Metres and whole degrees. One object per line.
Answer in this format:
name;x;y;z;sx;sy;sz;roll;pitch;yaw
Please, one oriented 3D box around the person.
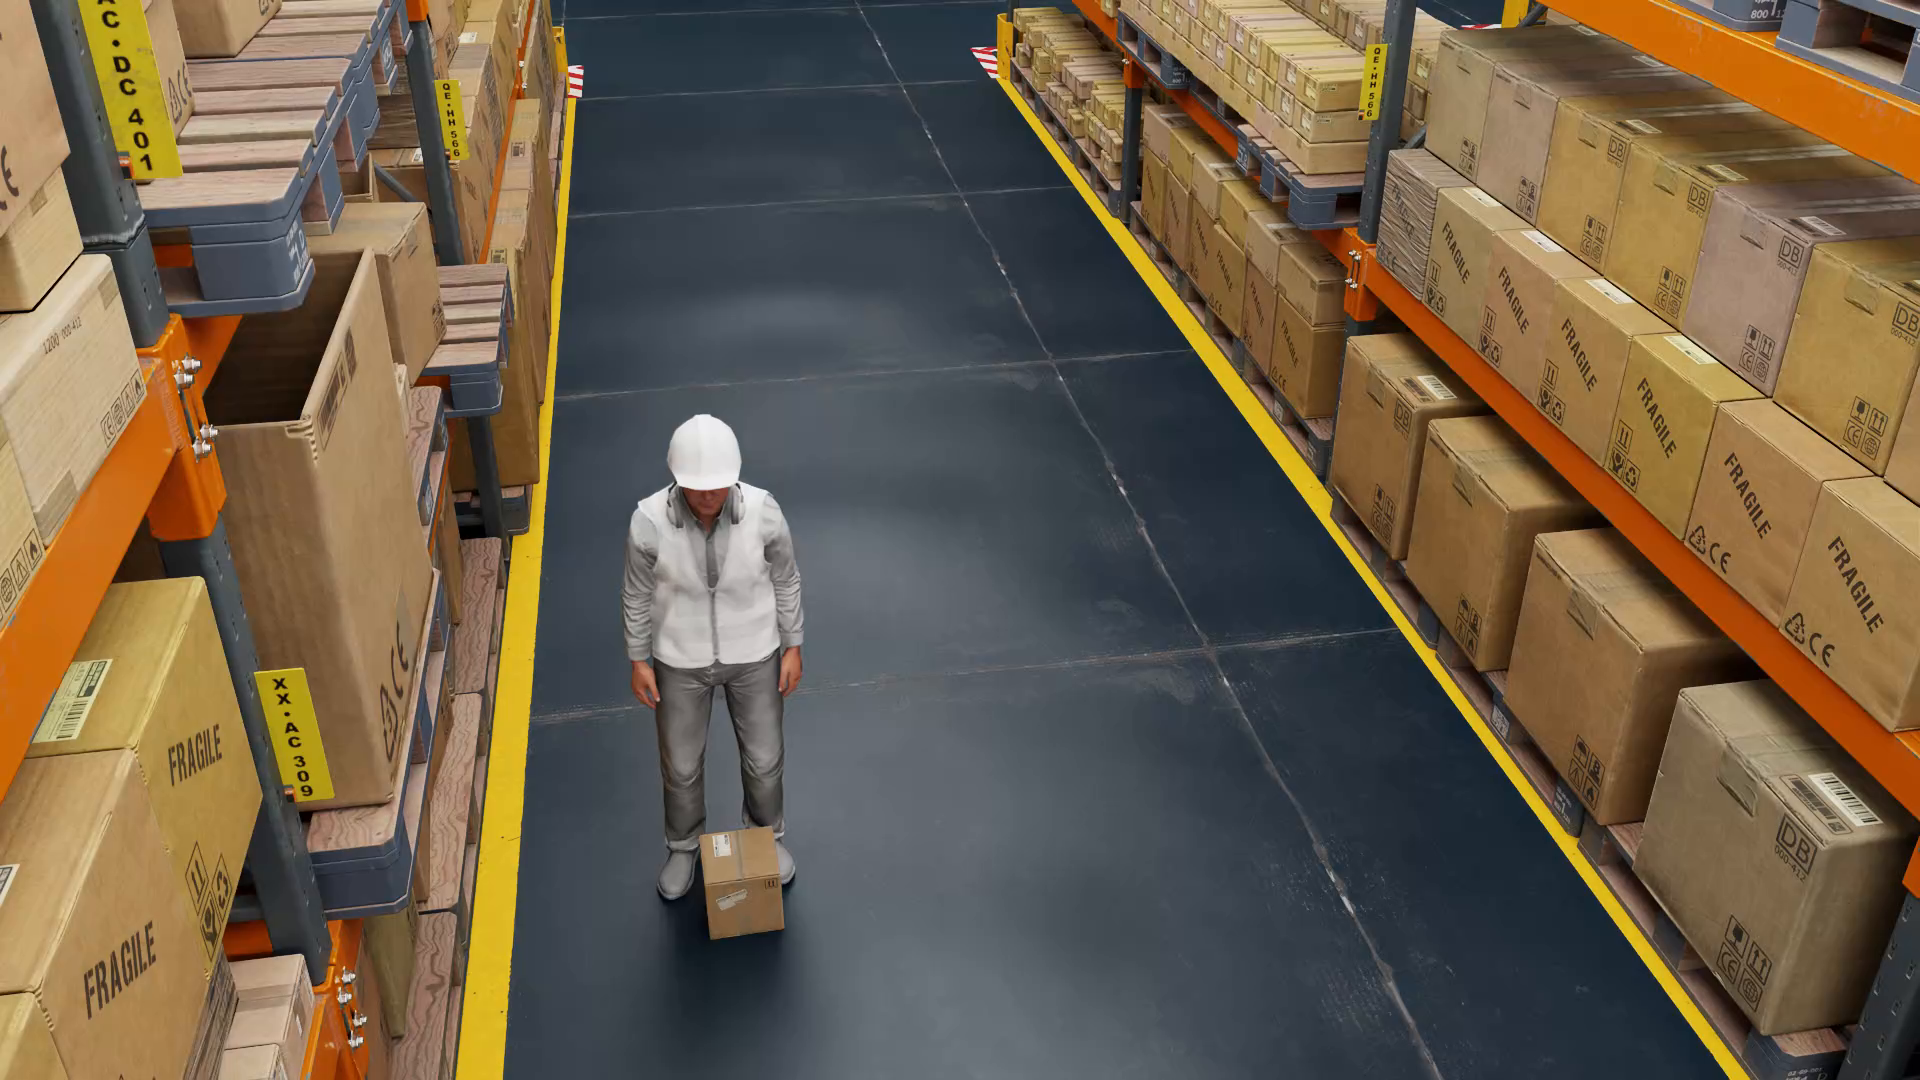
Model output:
person;-0.800;0.375;5.467;0.581;1.772;0.460;-5;31;-9
